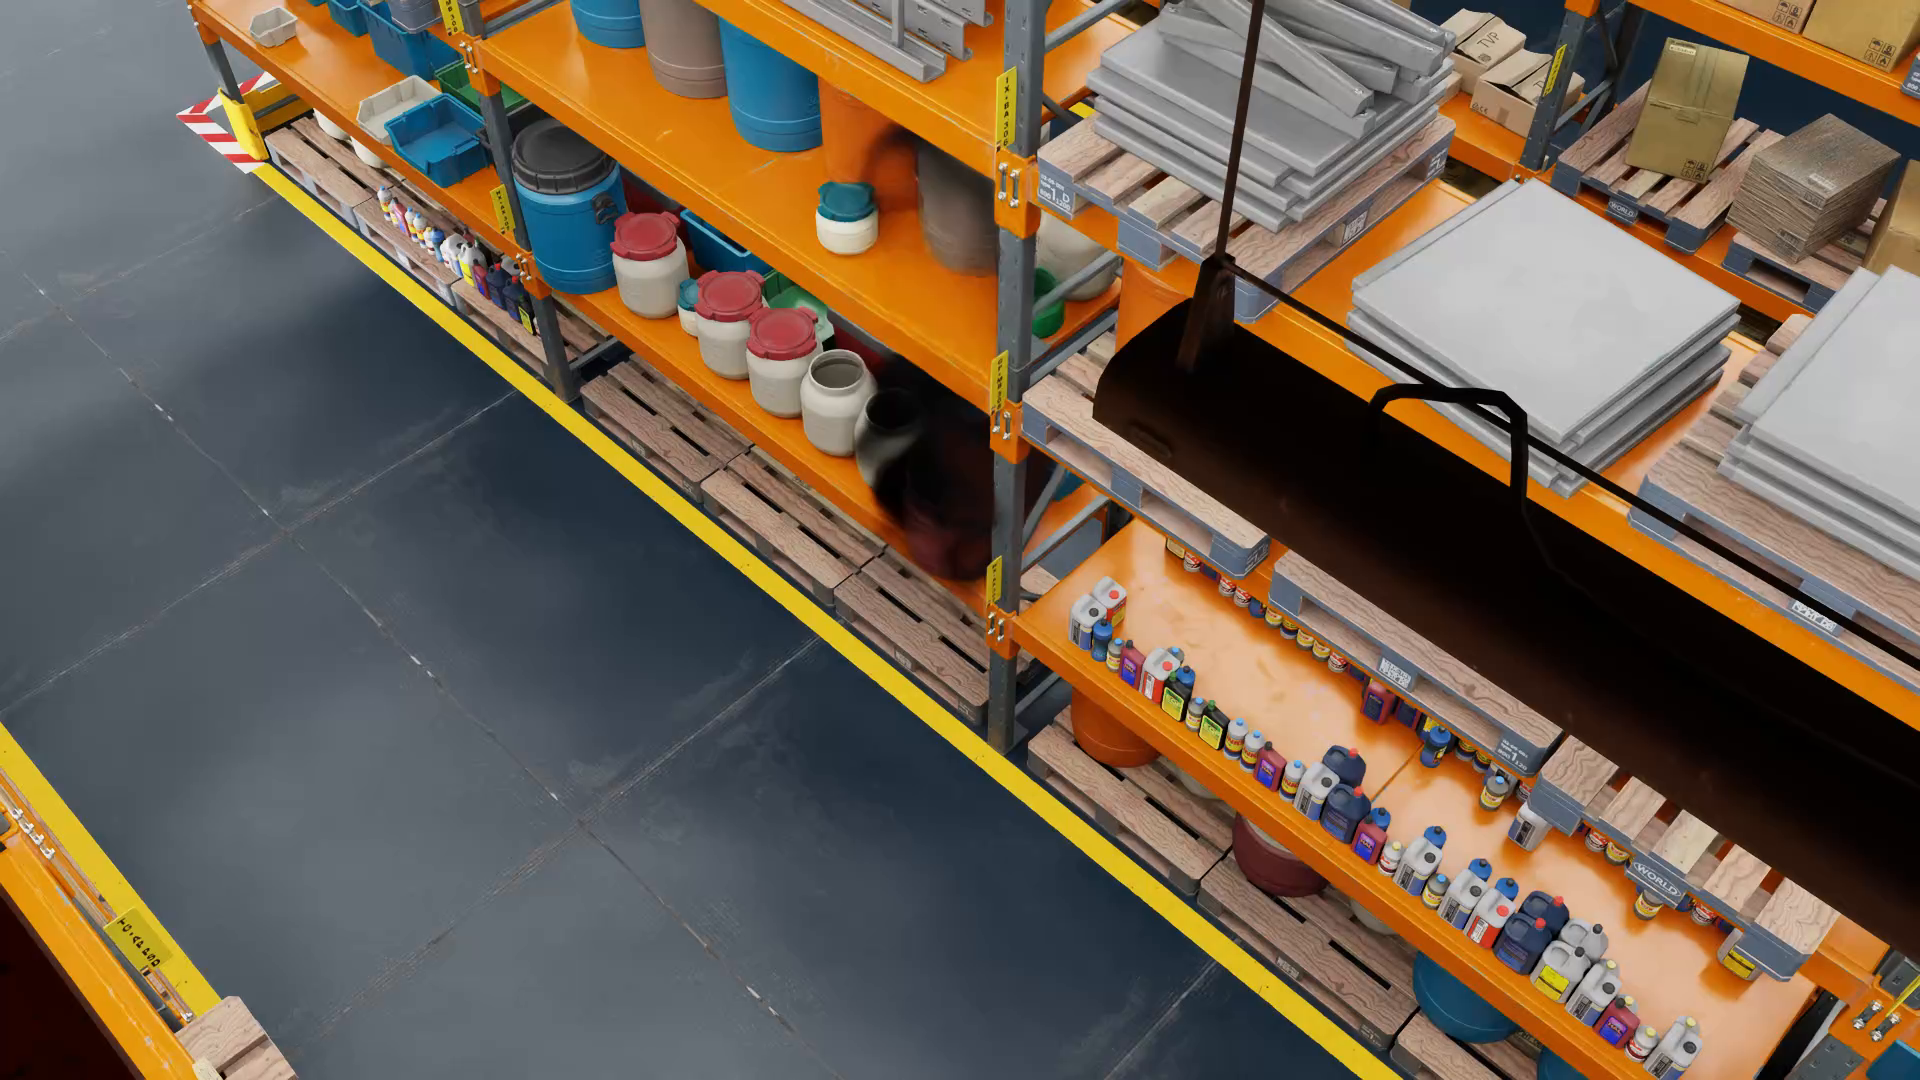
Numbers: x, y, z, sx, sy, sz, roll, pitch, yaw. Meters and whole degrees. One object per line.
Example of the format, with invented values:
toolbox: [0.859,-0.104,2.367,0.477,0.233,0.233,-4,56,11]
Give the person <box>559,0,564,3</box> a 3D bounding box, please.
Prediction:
person: [-2.978,-4.419,13.055,0.833,1.706,0.506,7,50,6]
